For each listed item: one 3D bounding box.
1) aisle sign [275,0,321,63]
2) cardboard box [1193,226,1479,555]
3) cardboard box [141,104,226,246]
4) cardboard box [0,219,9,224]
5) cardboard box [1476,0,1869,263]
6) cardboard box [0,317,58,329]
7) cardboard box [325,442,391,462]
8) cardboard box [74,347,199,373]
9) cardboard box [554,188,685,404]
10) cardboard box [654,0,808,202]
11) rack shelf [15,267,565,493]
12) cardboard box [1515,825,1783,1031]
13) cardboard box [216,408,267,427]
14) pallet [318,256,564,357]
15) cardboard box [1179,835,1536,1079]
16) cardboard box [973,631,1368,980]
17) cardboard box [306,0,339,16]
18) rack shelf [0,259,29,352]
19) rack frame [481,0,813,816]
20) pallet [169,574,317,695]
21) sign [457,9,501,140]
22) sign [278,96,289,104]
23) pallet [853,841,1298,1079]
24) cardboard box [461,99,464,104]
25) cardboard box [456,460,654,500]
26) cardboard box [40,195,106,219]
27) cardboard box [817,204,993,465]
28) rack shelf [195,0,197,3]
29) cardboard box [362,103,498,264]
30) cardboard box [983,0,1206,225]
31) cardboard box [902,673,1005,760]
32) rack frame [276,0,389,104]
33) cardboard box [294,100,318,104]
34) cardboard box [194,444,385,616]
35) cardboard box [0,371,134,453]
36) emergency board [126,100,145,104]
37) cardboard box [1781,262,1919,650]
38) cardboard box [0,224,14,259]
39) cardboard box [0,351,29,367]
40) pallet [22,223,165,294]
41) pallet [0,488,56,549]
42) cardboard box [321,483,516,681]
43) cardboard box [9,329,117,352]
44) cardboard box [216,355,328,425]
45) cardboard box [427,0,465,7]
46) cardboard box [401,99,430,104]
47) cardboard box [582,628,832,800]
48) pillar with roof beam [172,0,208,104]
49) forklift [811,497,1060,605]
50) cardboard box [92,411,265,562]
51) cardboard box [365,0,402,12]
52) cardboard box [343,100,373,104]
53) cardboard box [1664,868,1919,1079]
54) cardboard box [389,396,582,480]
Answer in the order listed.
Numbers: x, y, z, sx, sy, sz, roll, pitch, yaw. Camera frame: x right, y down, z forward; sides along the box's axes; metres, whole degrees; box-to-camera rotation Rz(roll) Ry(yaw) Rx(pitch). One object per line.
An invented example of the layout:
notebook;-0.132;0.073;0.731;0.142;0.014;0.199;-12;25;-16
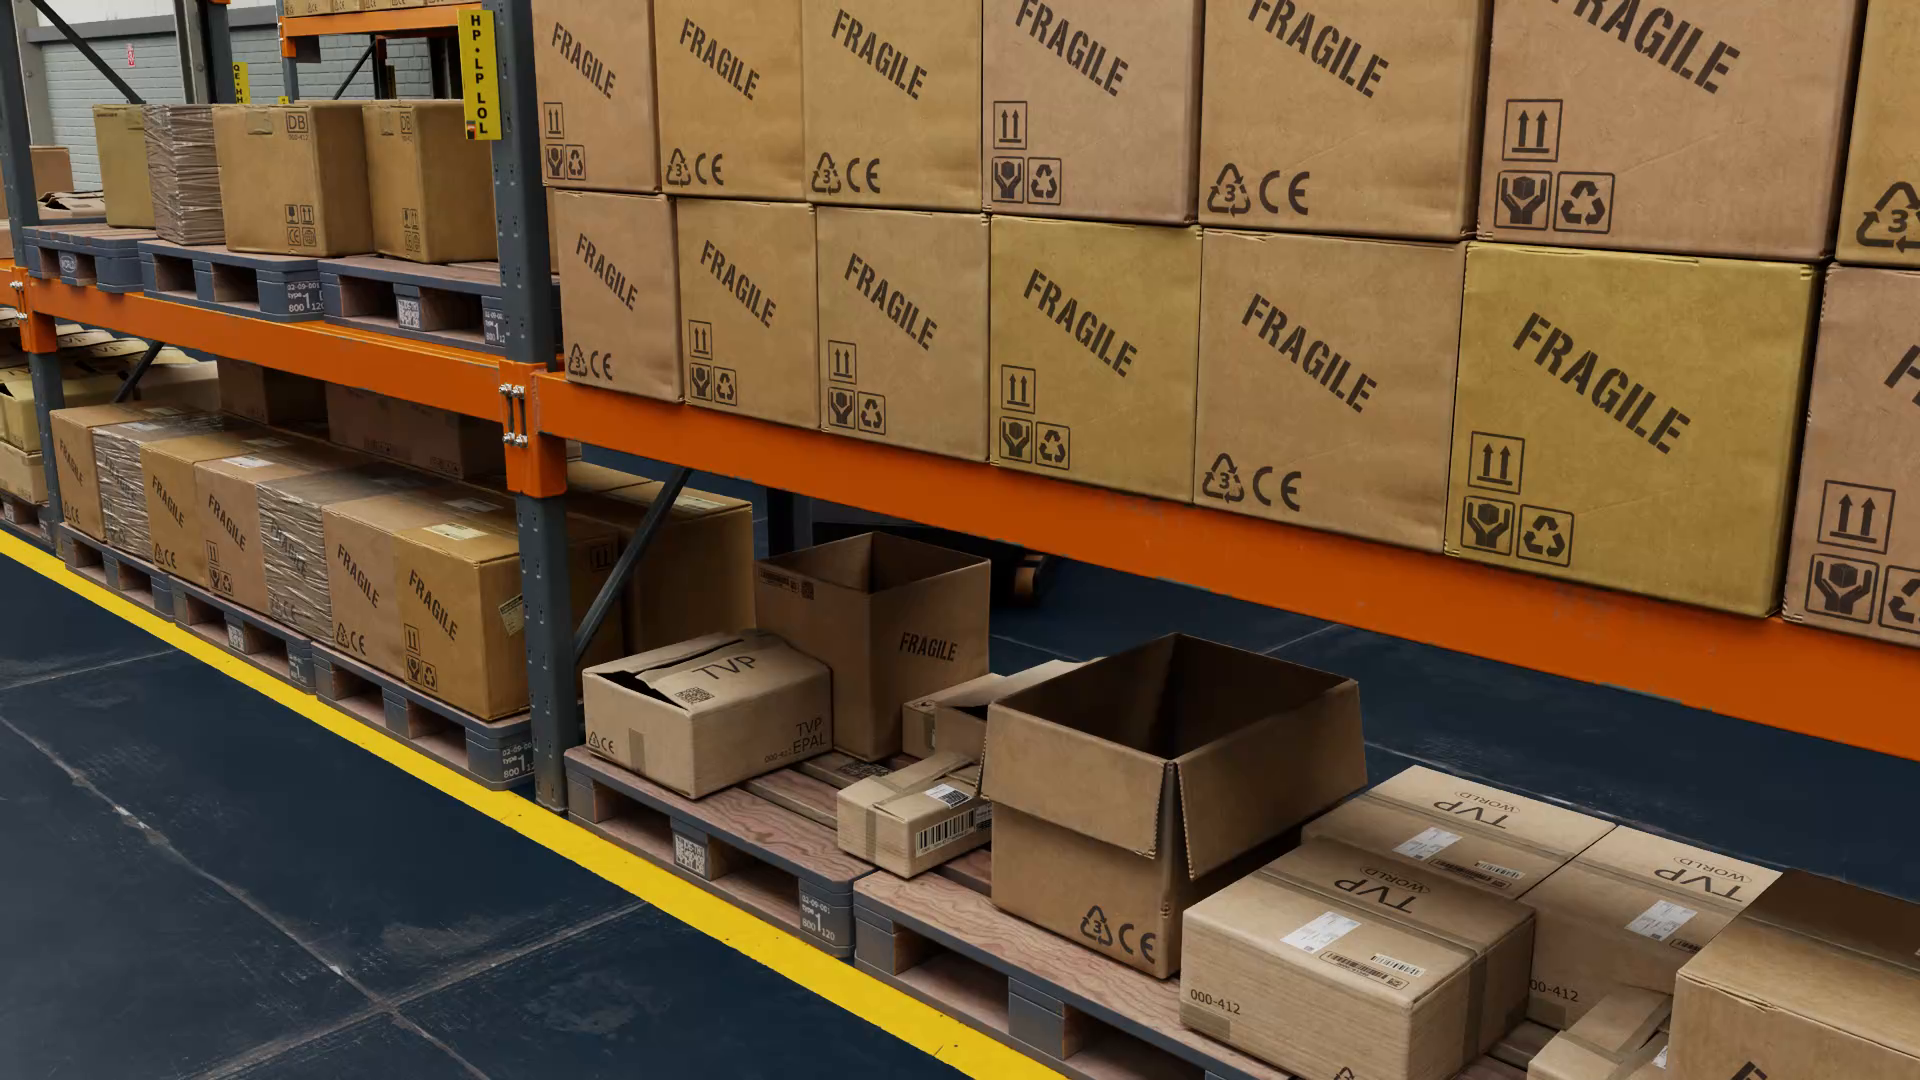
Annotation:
aisle sign;-6.328;-4.964;15.880;0.004;0.787;0.394;14;20;42
cardboard box;0.772;-0.304;2.952;0.500;0.500;0.500;14;20;43
cardboard box;-2.687;-1.415;6.384;0.700;0.500;0.500;-10;18;-34
cardboard box;-4.702;-1.540;8.391;0.380;0.149;0.250;-13;19;-40
cardboard box;1.139;-0.697;2.476;0.500;0.500;0.500;-14;20;-43
cardboard box;-5.755;-1.184;10.034;0.500;0.311;0.500;-14;20;-43
cardboard box;-2.154;-0.149;6.641;0.500;0.500;0.500;13;19;40
cardboard box;-4.302;-0.828;8.668;0.500;0.311;0.500;13;19;41
cardboard box;-0.688;-0.658;4.310;0.500;0.500;0.500;-14;20;-43
cardboard box;-0.350;-1.057;3.858;0.500;0.500;0.500;13;19;40
rack shelf;-2.305;-0.750;6.289;4.000;0.370;1.077;14;20;42
cardboard box;1.460;0.835;3.358;0.500;0.250;0.500;14;20;42
cardboard box;-2.909;-0.331;7.337;0.500;0.500;0.500;-14;20;-42
pallet;-1.365;-0.815;5.492;1.213;0.211;1.003;14;20;42
cardboard box;0.789;0.847;3.312;0.500;0.250;0.500;14;20;42
cardboard box;0.491;0.575;3.856;0.637;0.503;0.797;14;20;42
cardboard box;-5.639;-5.053;15.191;0.500;0.500;0.500;-13;19;-41
rack shelf;-5.185;-1.450;8.976;4.000;0.370;1.077;14;20;42
rack frame;-0.865;-0.748;4.855;0.127;3.000;1.000;14;20;42
pallet;-2.360;0.252;6.546;1.213;0.211;1.003;14;20;42
sign;-1.248;-1.207;4.320;0.005;0.325;0.100;14;20;42
sign;-6.445;-4.069;15.881;0.005;0.325;0.100;14;20;42
pallet;0.511;0.935;3.925;1.213;0.211;1.003;14;20;42
cardboard box;-3.744;-3.375;13.706;0.500;0.500;0.500;14;20;42
cardboard box;-1.436;0.028;5.960;0.500;0.500;0.500;14;20;43
cardboard box;-3.976;-1.477;7.828;0.500;0.311;0.500;-13;19;-41
cardboard box;0.042;-0.481;3.631;0.500;0.500;0.500;14;20;42
rack shelf;-5.185;-2.902;8.598;4.000;0.370;1.077;14;20;42
cardboard box;-1.590;-1.232;5.681;0.700;0.500;0.500;-11;18;-35
cardboard box;0.392;-0.877;3.166;0.500;0.500;0.500;-14;20;-42
cardboard box;0.053;0.521;4.764;0.250;0.149;0.380;14;20;42
rack frame;-6.068;-3.748;16.368;0.127;3.000;1.000;14;20;42
cardboard box;-5.933;-3.910;15.760;0.500;0.500;0.500;14;20;42
cardboard box;-2.498;-0.050;6.262;0.500;0.500;0.500;13;19;40
cardboard box;-4.293;-0.639;7.945;0.500;0.311;0.500;-14;20;-43
emergency board;-11.036;-5.272;22.217;0.643;1.169;0.194;14;20;42
cardboard box;1.503;-0.126;2.267;0.500;0.500;0.500;-14;20;-42
cardboard box;-4.584;-1.434;7.985;0.250;0.149;0.380;14;20;42
cardboard box;-5.033;-0.818;8.631;0.500;0.311;0.500;13;20;42
pallet;-3.208;-1.250;7.159;1.003;0.211;1.213;14;20;42
pallet;-4.310;-0.250;8.473;1.213;0.211;1.003;14;20;42
cardboard box;-1.770;0.126;5.584;0.500;0.500;0.500;14;20;42
cardboard box;-5.038;-1.007;9.357;0.500;0.311;0.500;13;20;42
cardboard box;-2.865;-0.684;7.207;0.500;0.250;0.500;-14;20;-42
cardboard box;-4.079;-4.692;13.804;0.500;0.500;0.500;12;19;38
cardboard box;-4.462;-3.551;14.383;0.500;0.500;0.500;13;19;41
cardboard box;-0.713;0.453;4.706;0.500;0.311;0.500;14;20;42
pillar with roof beam;-12.271;-6.954;16.776;0.400;9.000;9.100;14;20;42
forklift;-0.150;-1.248;6.910;1.130;2.935;3.031;3;15;12
cardboard box;-3.235;-0.230;6.949;0.500;0.500;0.500;13;19;40
cardboard box;-4.862;-4.873;14.500;0.500;0.500;0.500;-13;19;-41
cardboard box;-5.217;-3.730;15.070;0.500;0.500;0.500;13;19;40
cardboard box;1.452;0.898;2.622;0.500;0.500;0.500;14;20;42
cardboard box;-1.764;-0.418;6.186;0.500;0.250;0.500;14;20;42
